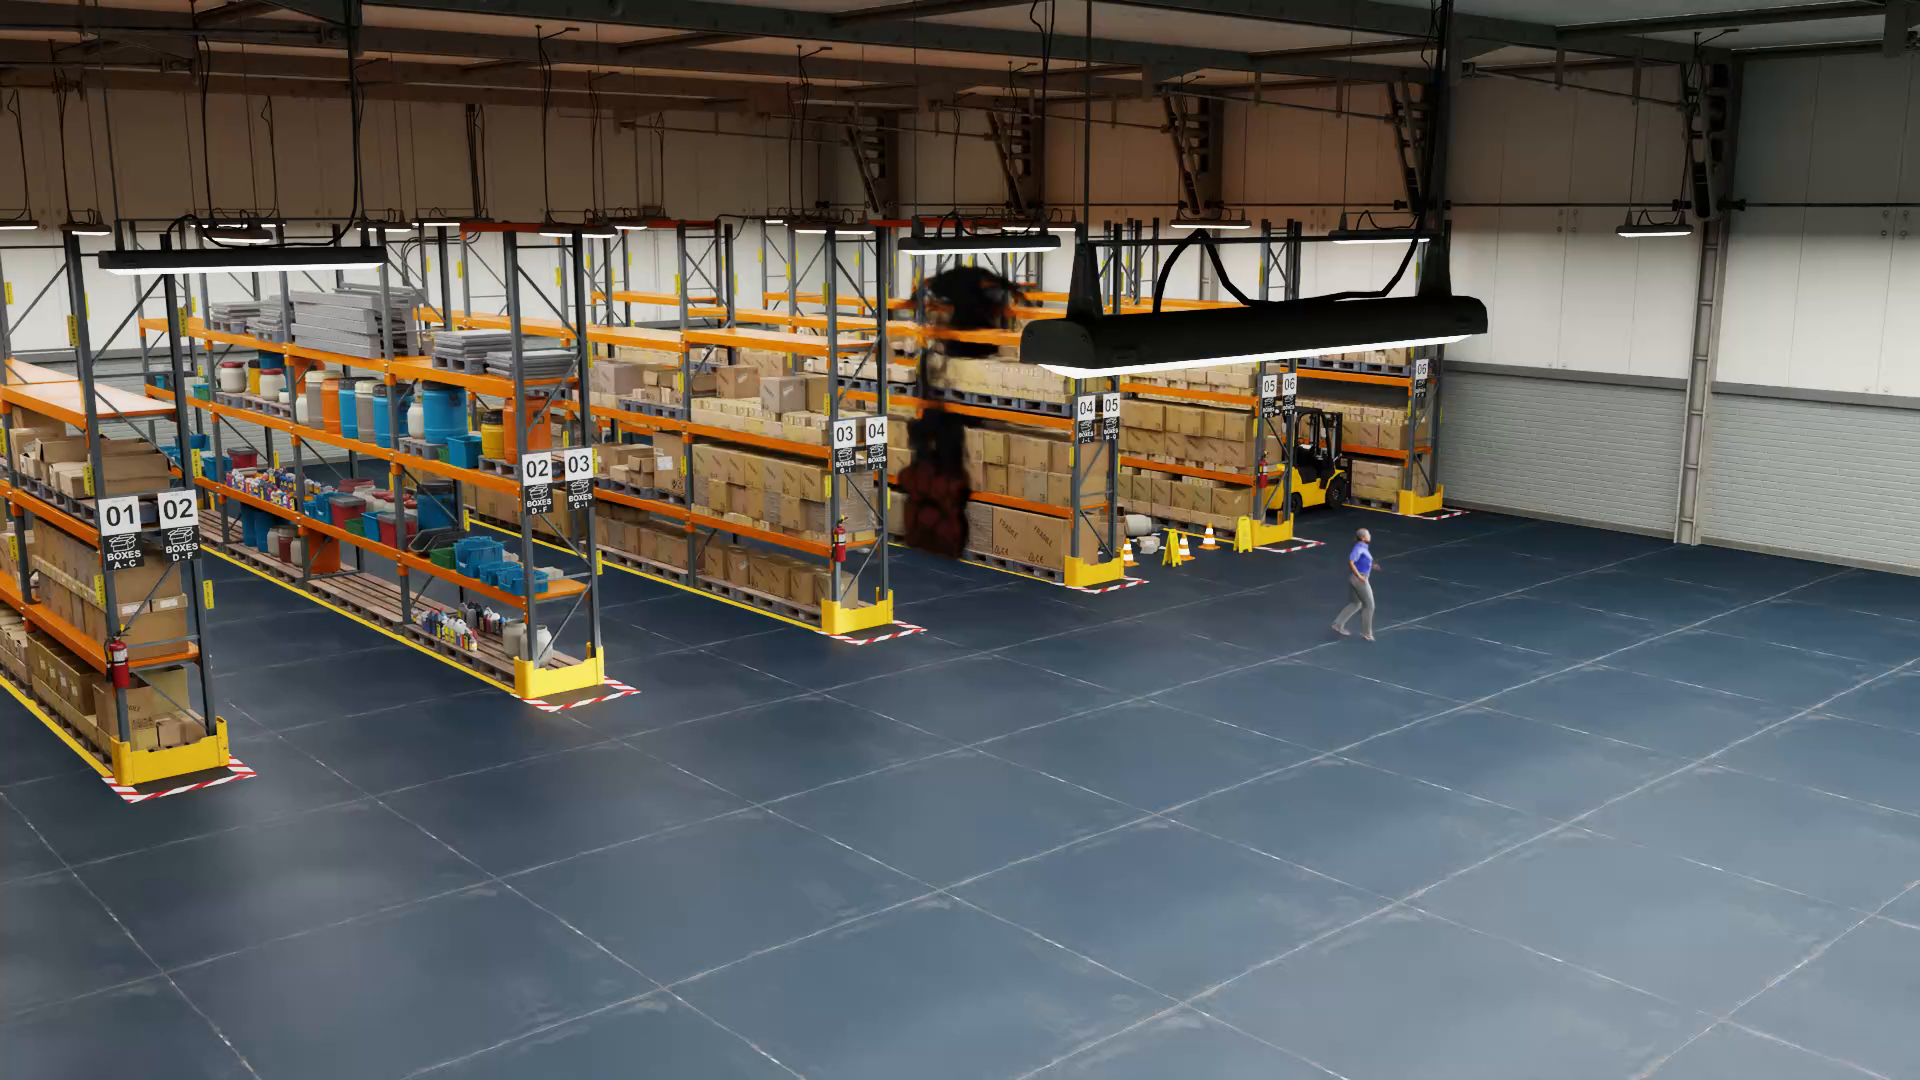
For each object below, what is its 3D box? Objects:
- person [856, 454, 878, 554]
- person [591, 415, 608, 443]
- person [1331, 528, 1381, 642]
[{"bbox_3d":[-1.769,-0.647,29.209,0.578,1.743,0.720,9,14,37],"label":"person"},{"bbox_3d":[-8.904,-2.754,41.156,0.598,1.695,0.746,-5,12,-23],"label":"person"},{"bbox_3d":[5.837,0.673,24.474,0.687,1.734,0.585,1,11,4],"label":"person"}]
